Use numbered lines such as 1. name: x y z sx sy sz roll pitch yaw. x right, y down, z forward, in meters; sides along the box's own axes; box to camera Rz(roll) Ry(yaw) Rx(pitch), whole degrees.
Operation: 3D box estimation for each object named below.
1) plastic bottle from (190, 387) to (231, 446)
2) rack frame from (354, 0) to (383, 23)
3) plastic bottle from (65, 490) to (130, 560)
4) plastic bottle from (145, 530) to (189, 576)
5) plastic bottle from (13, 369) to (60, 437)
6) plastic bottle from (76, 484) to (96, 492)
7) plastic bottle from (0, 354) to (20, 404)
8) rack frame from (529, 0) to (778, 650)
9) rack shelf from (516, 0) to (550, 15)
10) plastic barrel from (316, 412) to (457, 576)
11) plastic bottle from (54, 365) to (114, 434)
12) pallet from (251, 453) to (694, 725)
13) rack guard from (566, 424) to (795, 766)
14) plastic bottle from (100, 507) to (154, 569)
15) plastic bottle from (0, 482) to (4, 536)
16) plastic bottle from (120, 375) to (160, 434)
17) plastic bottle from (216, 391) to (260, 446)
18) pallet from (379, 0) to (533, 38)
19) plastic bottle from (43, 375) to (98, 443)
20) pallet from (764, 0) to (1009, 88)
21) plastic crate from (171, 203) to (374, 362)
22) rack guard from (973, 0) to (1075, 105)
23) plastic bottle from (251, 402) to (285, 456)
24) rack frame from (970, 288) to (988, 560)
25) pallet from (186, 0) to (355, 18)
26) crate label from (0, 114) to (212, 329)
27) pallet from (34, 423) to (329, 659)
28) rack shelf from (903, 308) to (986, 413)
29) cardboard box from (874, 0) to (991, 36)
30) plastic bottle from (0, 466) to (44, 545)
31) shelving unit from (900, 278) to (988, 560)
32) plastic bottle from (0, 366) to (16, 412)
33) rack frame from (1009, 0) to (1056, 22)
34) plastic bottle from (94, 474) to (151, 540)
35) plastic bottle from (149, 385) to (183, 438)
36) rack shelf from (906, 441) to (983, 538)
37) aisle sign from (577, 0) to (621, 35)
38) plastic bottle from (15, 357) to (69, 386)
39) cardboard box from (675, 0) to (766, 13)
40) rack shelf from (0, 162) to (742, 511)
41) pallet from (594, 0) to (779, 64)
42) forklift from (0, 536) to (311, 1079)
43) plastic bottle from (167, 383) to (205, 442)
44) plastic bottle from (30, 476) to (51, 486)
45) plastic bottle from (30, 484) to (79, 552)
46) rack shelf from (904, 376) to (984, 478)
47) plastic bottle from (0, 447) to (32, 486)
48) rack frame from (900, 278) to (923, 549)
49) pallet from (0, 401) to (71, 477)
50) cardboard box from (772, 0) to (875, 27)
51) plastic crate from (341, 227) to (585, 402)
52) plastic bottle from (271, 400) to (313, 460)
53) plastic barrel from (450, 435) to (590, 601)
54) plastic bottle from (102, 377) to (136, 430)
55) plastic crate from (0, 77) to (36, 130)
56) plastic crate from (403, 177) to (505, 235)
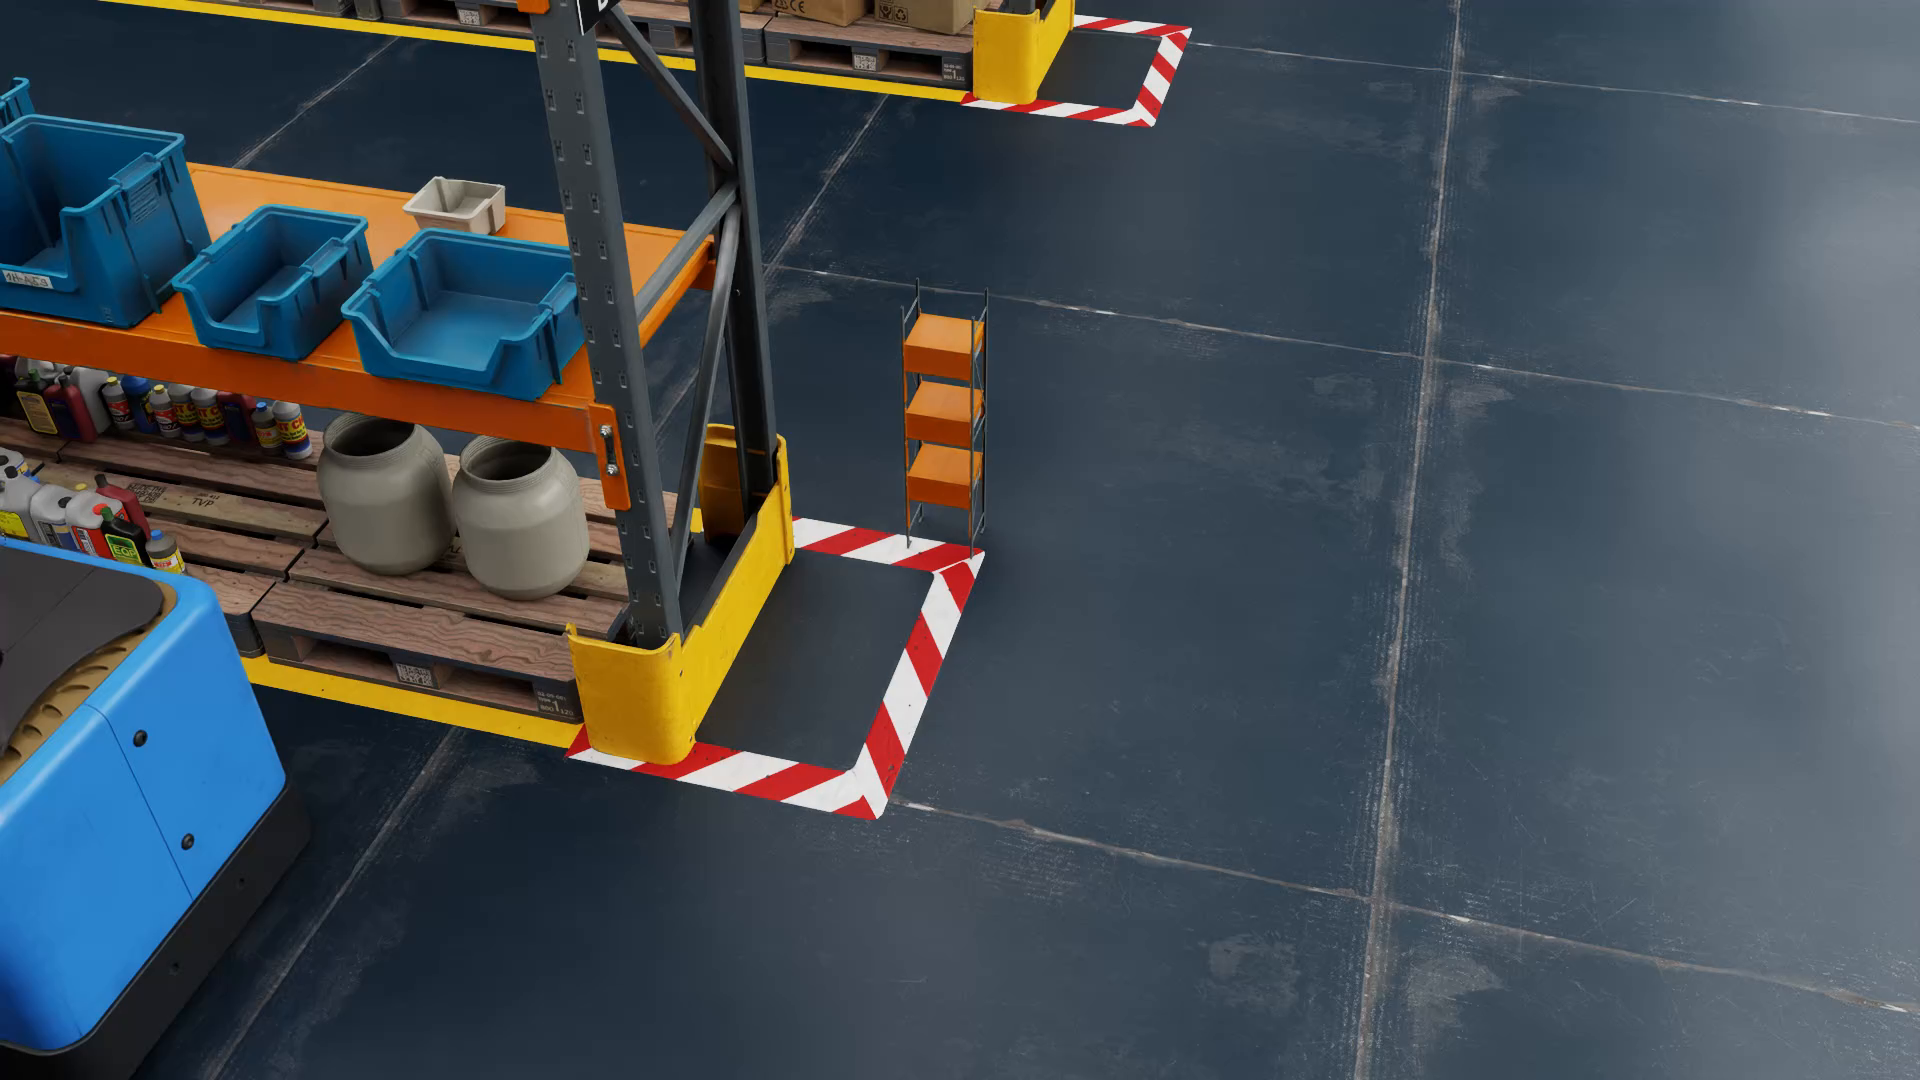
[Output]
1. plastic bottle: -2.835 -0.493 6.284 0.097 0.271 0.097 0 40 0
2. rack frame: -3.417 -4.560 9.347 0.127 3.000 1.000 10 41 11
3. plastic bottle: -2.957 -0.035 5.735 0.135 0.276 0.152 10 41 12
4. plastic bottle: -2.720 0.053 5.689 0.097 0.201 0.097 0 40 0
5. plastic bottle: -3.504 -0.529 6.318 0.133 0.283 0.061 10 41 11
6. plastic bottle: -3.076 -0.110 5.882 0.097 0.201 0.097 0 40 0
7. plastic bottle: -3.647 -0.650 6.461 0.133 0.283 0.061 12 42 14
8. rack frame: -0.833 -0.818 4.891 0.127 3.000 1.000 10 41 11
9. rack shelf: -2.765 -2.023 4.554 4.000 0.370 1.077 10 41 11
10. plastic barrel: -1.972 -0.171 5.729 0.421 0.512 0.421 0 40 0
11. plastic bottle: -3.347 -0.565 6.366 0.135 0.276 0.152 10 41 12
12. pallet: -1.702 0.128 5.933 1.213 0.211 1.003 10 41 11
13. rack guard: -0.918 0.156 5.675 0.348 0.500 1.175 10 41 11
14. plastic bottle: -2.838 0.013 5.672 0.133 0.283 0.061 11 41 12
15. plastic bottle: -3.431 -0.143 5.805 0.185 0.351 0.144 9 41 11
16. plastic bottle: -3.127 -0.544 6.344 0.097 0.271 0.097 0 40 0
17. plastic bottle: -2.718 -0.490 6.271 0.133 0.283 0.061 10 41 12
18. pallet: -2.759 -3.402 10.137 1.213 0.211 1.003 10 41 11
19. plastic bottle: -3.374 -0.502 6.285 0.133 0.283 0.061 10 41 11
20. pallet: -0.402 -2.997 9.654 1.213 0.211 1.003 10 41 11
21. plastic crate: -2.019 -0.769 4.949 0.408 0.251 0.499 10 41 11
22. rack guard: 0.374 -2.950 9.374 0.348 0.500 1.175 10 41 11
23. plastic bottle: -2.604 -0.427 6.259 0.097 0.201 0.097 0 40 0
24. rack frame: 0.066 -0.391 5.899 0.008 1.050 0.200 10 41 11
25. pallet: -4.169 -3.620 10.397 1.213 0.211 1.003 10 41 11
26. crate label: -2.681 -0.969 5.044 0.616 0.435 0.502 10 41 11
27. pallet: -2.877 -0.076 6.176 1.213 0.211 1.003 10 41 11
28. rack shelf: -0.052 -0.621 5.748 0.240 0.259 0.215 10 41 11
29. cardboard box: -0.151 -3.212 9.360 0.500 0.500 0.500 17 43 19
30. plastic bottle: -3.252 -0.112 5.768 0.185 0.351 0.144 11 41 13
31. shelving unit: -0.052 -0.411 5.923 0.252 1.050 0.215 10 41 11
32. plastic bottle: -3.815 -0.677 6.441 0.185 0.351 0.144 8 41 9
33. rack frame: 0.448 -3.895 8.555 0.127 3.000 1.000 10 41 11
34. plastic bottle: -2.930 -0.104 5.811 0.133 0.283 0.061 10 41 11
35. plastic bottle: -3.027 -0.500 6.346 0.097 0.201 0.097 0 40 0
36. rack shelf: -0.052 -0.190 6.109 0.240 0.259 0.215 10 41 11
37. aisle sign: -0.840 -1.617 3.821 0.004 0.787 0.394 10 41 11
38. plastic bottle: -3.503 -0.623 6.377 0.185 0.351 0.144 10 41 11
39. cardboard box: -1.338 -3.406 9.591 0.500 0.500 0.500 13 42 15
40. rack shelf: -2.765 -0.875 5.518 4.000 0.370 1.077 10 41 11
41. pallet: -1.576 -3.201 9.897 1.213 0.211 1.003 10 41 11
42. forklift: -3.553 -0.158 4.159 3.031 2.935 1.130 11 41 12
43. plastic bottle: -2.931 -0.510 6.304 0.097 0.271 0.097 0 40 0
44. plastic bottle: -3.263 -0.137 5.914 0.097 0.201 0.097 0 40 0
45. plastic bottle: -3.091 -0.058 5.762 0.135 0.276 0.152 9 41 10
46. rack shelf: -0.052 -0.403 5.930 0.240 0.259 0.215 10 41 11
47. plastic bottle: -3.417 -0.210 5.944 0.135 0.276 0.152 10 41 11
48. rack frame: -0.169 -0.432 5.947 0.008 1.050 0.200 10 41 11
49. pallet: -4.059 -0.277 6.416 1.213 0.211 1.003 10 41 11
50. cardboard box: -0.738 -3.291 9.453 0.500 0.500 0.500 20 44 23
51. plastic crate: -1.394 -0.658 4.817 0.616 0.251 0.499 10 41 11
52. plastic bottle: -2.504 -0.436 6.216 0.097 0.271 0.097 0 40 0
53. plastic barrel: -1.488 -0.088 5.630 0.421 0.512 0.421 0 40 0
54. plastic bottle: -3.226 -0.534 6.387 0.097 0.201 0.097 0 40 0
55. plastic crate: -3.558 -1.410 5.712 0.616 0.251 0.499 10 41 11
56. plastic crate: -1.614 -1.065 5.391 0.250 0.136 0.298 10 41 11
